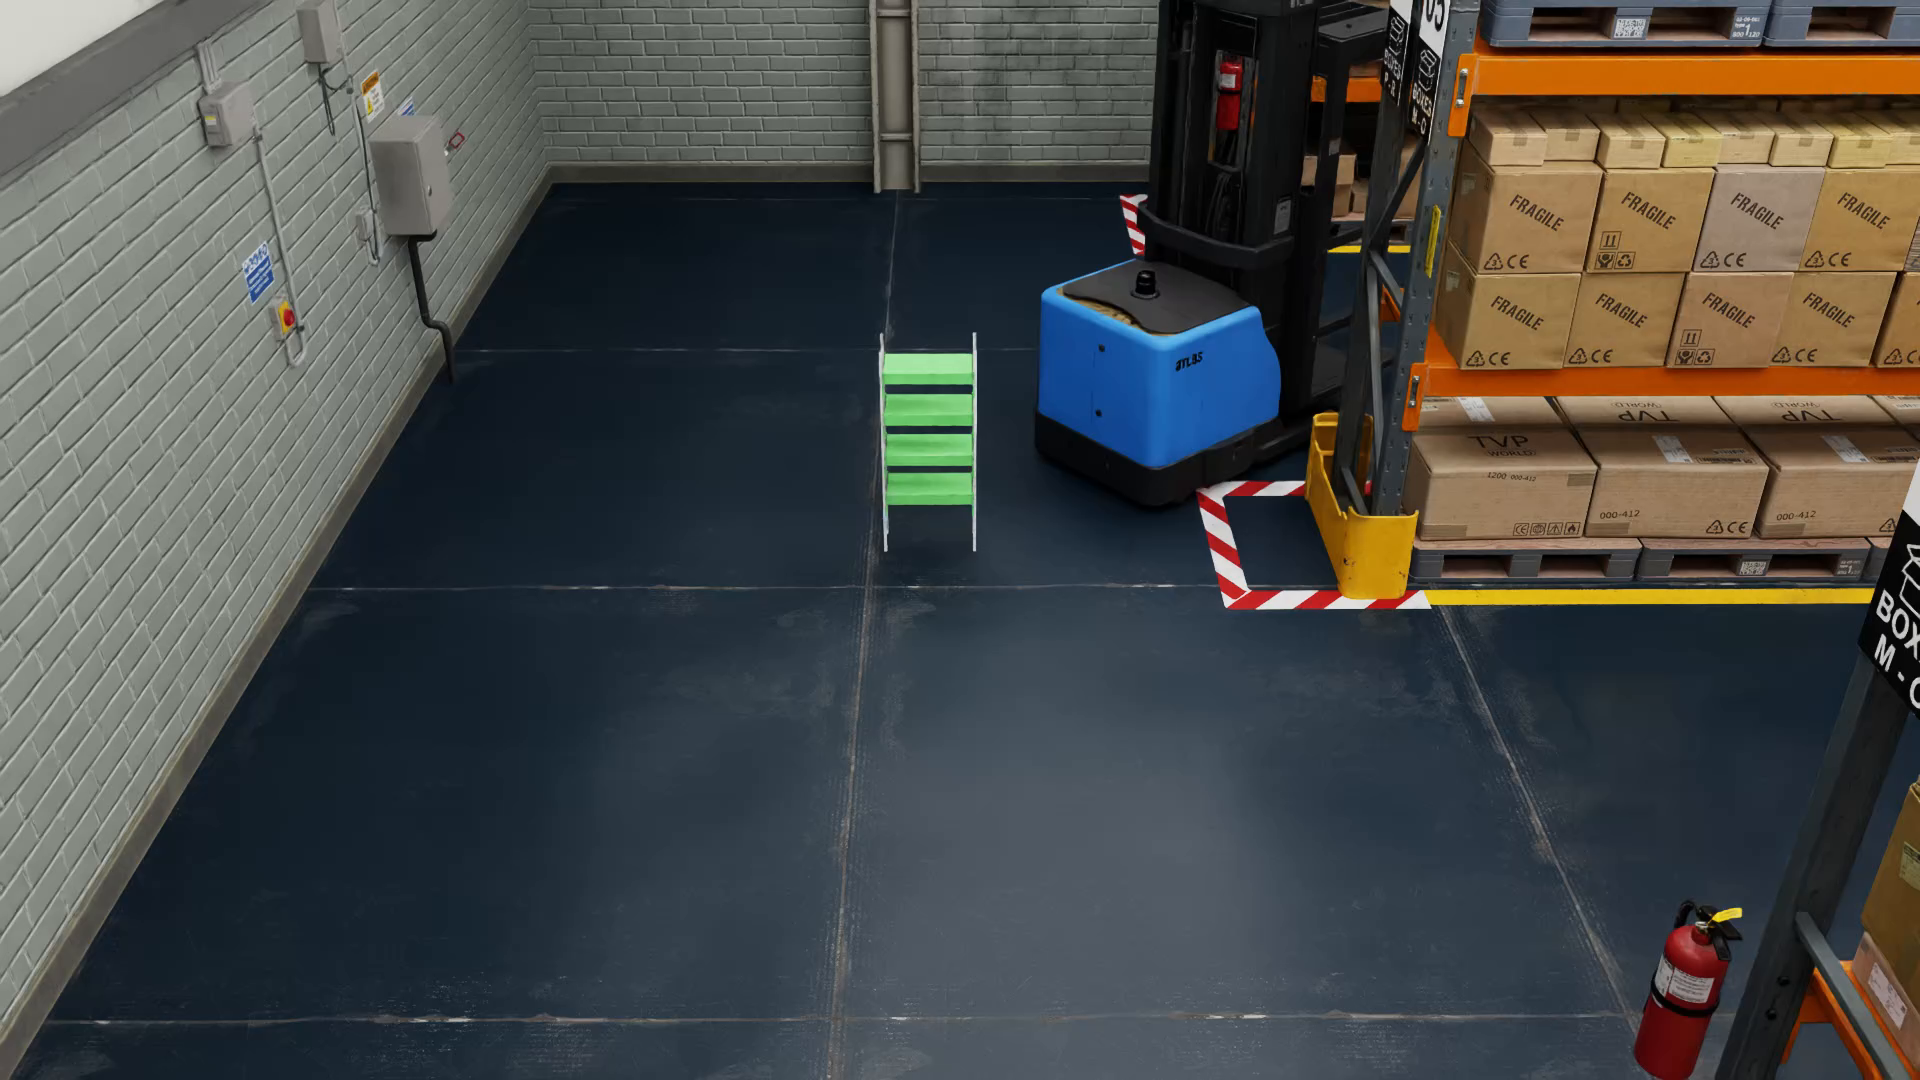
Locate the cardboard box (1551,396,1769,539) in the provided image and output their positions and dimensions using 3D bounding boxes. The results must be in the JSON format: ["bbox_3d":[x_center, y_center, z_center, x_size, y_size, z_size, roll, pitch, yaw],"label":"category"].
[{"bbox_3d":[3.776,-0.419,9.115,0.875,0.438,0.875,1,31,1],"label":"cardboard box"}]

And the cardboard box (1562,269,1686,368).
[{"bbox_3d":[3.189,-1.185,8.216,0.500,0.500,0.500,-1,31,-1],"label":"cardboard box"}]

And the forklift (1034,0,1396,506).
[{"bbox_3d":[1.899,-2.077,9.848,3.031,2.935,1.130,-24,39,-34],"label":"forklift"}]

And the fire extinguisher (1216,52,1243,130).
[{"bbox_3d":[2.023,-3.416,12.423,0.183,0.674,0.296,0,31,0],"label":"fire extinguisher"}]

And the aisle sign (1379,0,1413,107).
[{"bbox_3d":[2.127,-2.546,8.048,0.004,0.787,0.394,0,31,0],"label":"aisle sign"}]

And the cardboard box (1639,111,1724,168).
[{"bbox_3d":[3.343,-1.868,7.752,0.250,0.149,0.380,-1,31,-2],"label":"cardboard box"}]

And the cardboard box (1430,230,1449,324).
[{"bbox_3d":[2.682,-1.456,8.661,0.500,0.500,0.500,0,31,0],"label":"cardboard box"}]

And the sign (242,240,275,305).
[{"bbox_3d":[-3.498,-1.335,8.297,0.001,0.218,0.327,0,31,0],"label":"sign"}]

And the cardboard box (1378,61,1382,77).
[{"bbox_3d":[3.268,-3.613,12.555,0.250,0.149,0.380,1,31,1],"label":"cardboard box"}]

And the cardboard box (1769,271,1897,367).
[{"bbox_3d":[4.198,-1.188,8.220,0.500,0.500,0.500,1,31,1],"label":"cardboard box"}]

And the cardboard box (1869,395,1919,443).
[{"bbox_3d":[5.573,-0.424,9.123,0.875,0.438,0.875,-1,31,-1],"label":"cardboard box"}]

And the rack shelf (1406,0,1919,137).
[{"bbox_3d":[4.201,-2.255,7.877,4.000,0.370,1.077,0,31,0],"label":"rack shelf"}]

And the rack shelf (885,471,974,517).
[{"bbox_3d":[-0.166,-0.253,9.096,0.480,0.148,0.258,0,31,0],"label":"rack shelf"}]

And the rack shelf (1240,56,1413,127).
[{"bbox_3d":[4.167,-3.547,12.899,4.000,0.370,1.077,0,31,0],"label":"rack shelf"}]

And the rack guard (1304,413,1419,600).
[{"bbox_3d":[2.177,-0.205,9.106,0.348,0.500,1.175,0,31,0],"label":"rack guard"}]

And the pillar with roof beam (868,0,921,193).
[{"bbox_3d":[-0.508,-4.640,8.222,0.400,9.000,9.100,0,31,0],"label":"pillar with roof beam"}]

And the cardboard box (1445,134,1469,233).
[{"bbox_3d":[2.682,-1.869,8.379,0.500,0.500,0.500,1,31,1],"label":"cardboard box"}]

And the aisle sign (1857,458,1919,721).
[{"bbox_3d":[2.257,0.026,3.809,0.004,0.787,0.394,0,31,0],"label":"aisle sign"}]

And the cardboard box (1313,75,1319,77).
[{"bbox_3d":[2.752,-3.625,12.575,0.250,0.149,0.380,1,31,1],"label":"cardboard box"}]

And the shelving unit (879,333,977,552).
[{"bbox_3d":[-0.166,-0.512,8.938,0.503,1.200,0.258,0,31,0],"label":"shelving unit"}]

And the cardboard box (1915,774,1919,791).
[{"bbox_3d":[2.788,0.565,4.079,0.500,0.500,0.500,-1,31,-1],"label":"cardboard box"}]

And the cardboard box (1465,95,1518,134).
[{"bbox_3d":[2.559,-2.127,8.178,0.250,0.149,0.380,0,31,0],"label":"cardboard box"}]

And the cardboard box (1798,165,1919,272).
[{"bbox_3d":[4.213,-1.611,7.953,0.500,0.500,0.500,0,31,0],"label":"cardboard box"}]

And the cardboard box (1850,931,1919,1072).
[{"bbox_3d":[2.656,1.253,4.535,0.250,0.149,0.380,0,31,0],"label":"cardboard box"}]

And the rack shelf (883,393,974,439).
[{"bbox_3d":[-0.166,-0.663,8.847,0.480,0.148,0.258,0,31,0],"label":"rack shelf"}]

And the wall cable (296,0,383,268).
[{"bbox_3d":[-3.458,-2.414,9.358,0.122,1.984,0.588,0,31,0],"label":"wall cable"}]

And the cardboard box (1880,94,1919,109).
[{"bbox_3d":[4.607,-2.138,8.196,0.250,0.149,0.380,0,31,0],"label":"cardboard box"}]

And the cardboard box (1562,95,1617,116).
[{"bbox_3d":[3.070,-2.184,8.273,0.250,0.149,0.380,0,31,-1],"label":"cardboard box"}]

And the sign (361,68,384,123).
[{"bbox_3d":[-3.511,-2.658,9.943,0.001,0.242,0.339,0,31,0],"label":"sign"}]

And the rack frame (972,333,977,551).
[{"bbox_3d":[0.078,-0.513,8.939,0.015,1.200,0.240,0,31,0],"label":"rack frame"}]

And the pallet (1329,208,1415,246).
[{"bbox_3d":[3.041,-2.660,13.430,1.213,0.211,1.003,0,31,0],"label":"pallet"}]

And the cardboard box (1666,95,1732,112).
[{"bbox_3d":[3.584,-2.128,8.180,0.250,0.149,0.380,0,31,-1],"label":"cardboard box"}]

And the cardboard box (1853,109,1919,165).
[{"bbox_3d":[4.371,-1.888,7.785,0.250,0.149,0.380,0,31,0],"label":"cardboard box"}]

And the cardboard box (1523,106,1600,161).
[{"bbox_3d":[2.819,-1.917,7.832,0.250,0.149,0.380,1,31,1],"label":"cardboard box"}]

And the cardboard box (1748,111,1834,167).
[{"bbox_3d":[3.855,-1.876,7.764,0.250,0.149,0.380,0,31,0],"label":"cardboard box"}]

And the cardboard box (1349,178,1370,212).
[{"bbox_3d":[3.205,-2.743,13.223,0.250,0.149,0.380,-1,31,-2],"label":"cardboard box"}]

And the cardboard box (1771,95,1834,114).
[{"bbox_3d":[4.097,-2.150,8.216,0.250,0.149,0.380,1,31,1],"label":"cardboard box"}]

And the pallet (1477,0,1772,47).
[{"bbox_3d":[2.943,-2.526,7.716,1.213,0.211,1.003,0,31,0],"label":"pallet"}]

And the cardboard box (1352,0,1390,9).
[{"bbox_3d":[3.142,-4.052,12.894,0.500,0.250,0.500,0,31,0],"label":"cardboard box"}]

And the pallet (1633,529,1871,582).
[{"bbox_3d":[4.217,-0.127,9.256,1.213,0.211,1.003,0,31,0],"label":"pallet"}]

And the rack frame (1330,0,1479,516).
[{"bbox_3d":[2.201,-1.274,8.458,0.127,3.000,1.000,0,31,0],"label":"rack frame"}]

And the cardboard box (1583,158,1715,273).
[{"bbox_3d":[3.199,-1.603,7.940,0.500,0.500,0.500,-1,31,-2],"label":"cardboard box"}]
